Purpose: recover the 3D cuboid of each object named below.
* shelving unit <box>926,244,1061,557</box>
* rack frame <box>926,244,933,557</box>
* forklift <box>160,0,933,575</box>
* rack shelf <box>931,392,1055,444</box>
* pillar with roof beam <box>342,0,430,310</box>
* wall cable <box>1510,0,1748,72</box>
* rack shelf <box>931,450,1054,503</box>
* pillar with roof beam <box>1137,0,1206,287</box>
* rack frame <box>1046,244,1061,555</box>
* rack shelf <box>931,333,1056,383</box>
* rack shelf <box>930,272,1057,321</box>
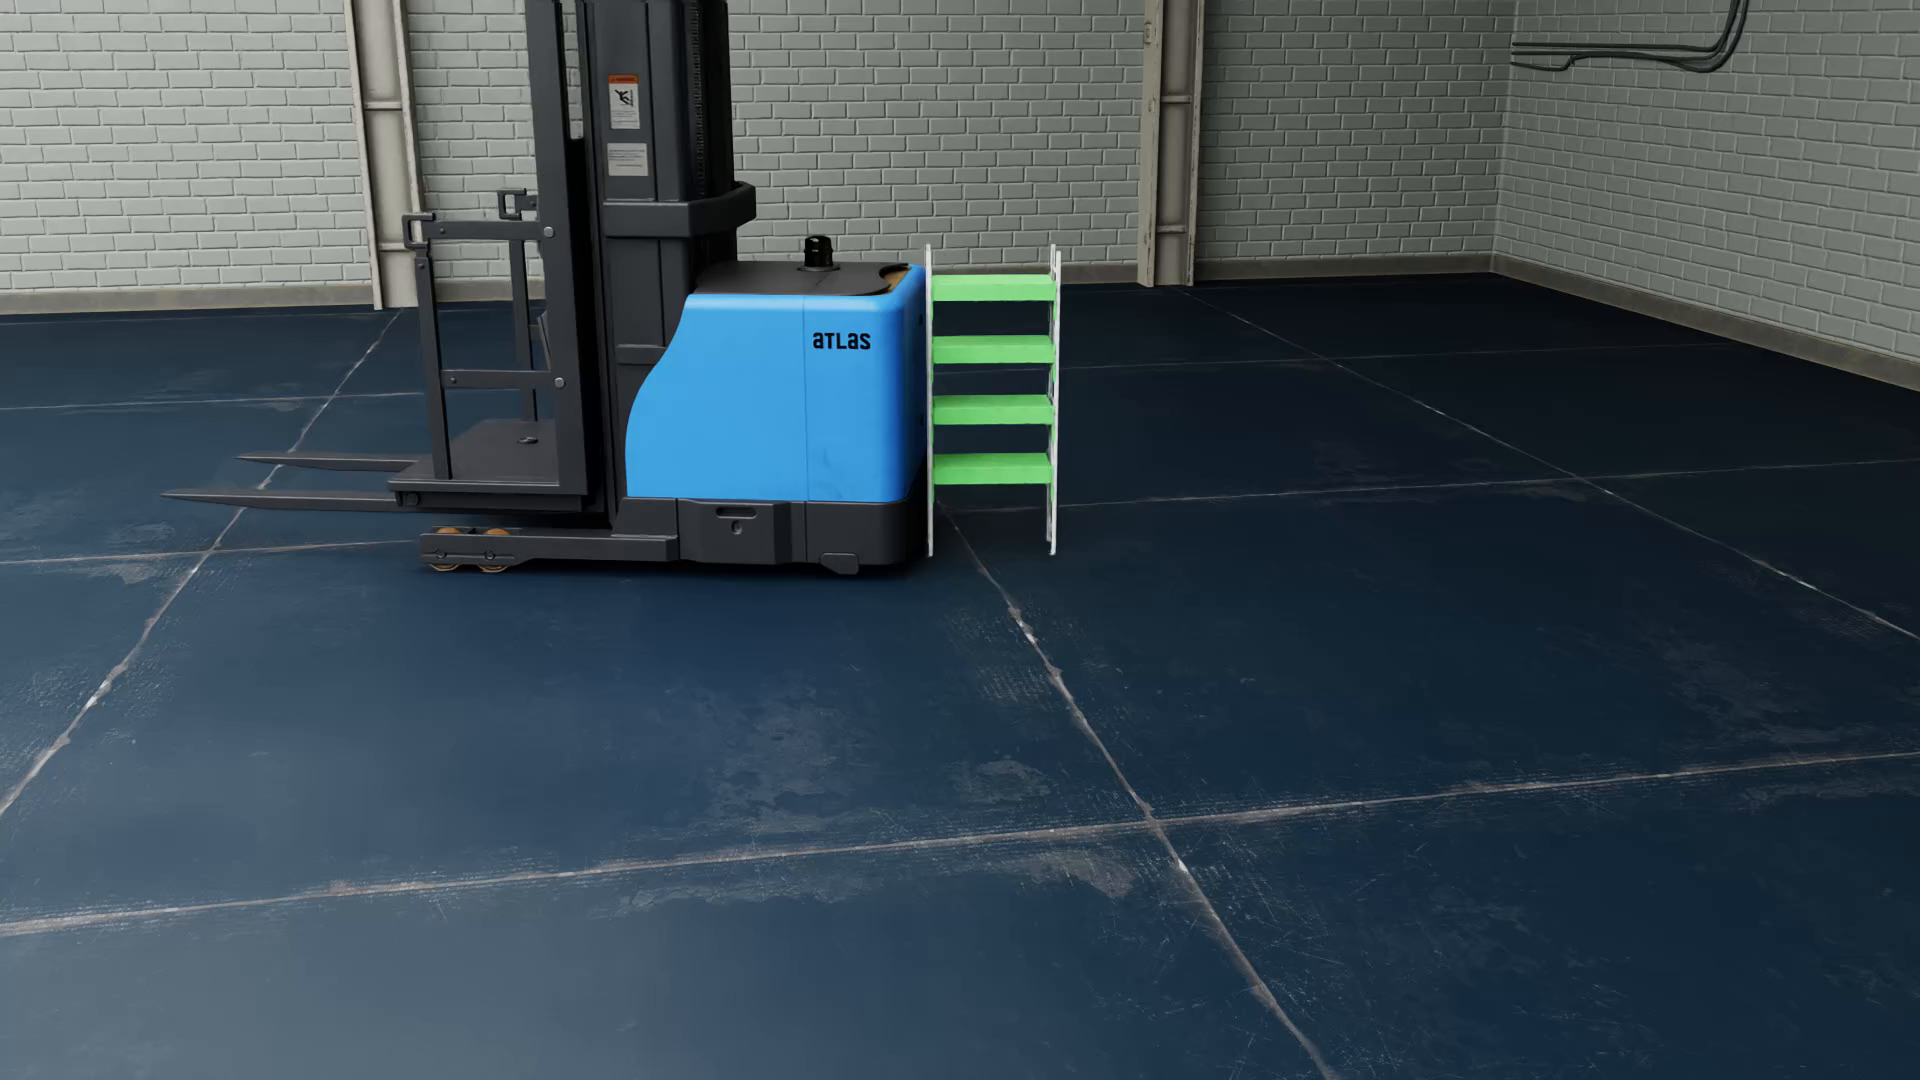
[{"bbox_3d":[0.124,-0.545,6.541,0.503,1.200,0.258,-1,17,-2],"label":"shelving unit"},{"bbox_3d":[-0.120,-0.542,6.532,0.015,1.200,0.240,-1,17,-2],"label":"rack frame"},{"bbox_3d":[-1.662,-1.427,6.466,3.031,2.935,1.130,1,17,5],"label":"forklift"},{"bbox_3d":[0.124,-0.484,6.560,0.480,0.148,0.258,-1,17,-2],"label":"rack shelf"},{"bbox_3d":[-3.389,-4.835,7.229,0.400,9.000,9.100,-3,17,-10],"label":"pillar with roof beam"},{"bbox_3d":[4.829,-4.709,12.106,0.112,2.526,3.097,-3,17,-10],"label":"wall cable"},{"bbox_3d":[0.124,-0.254,6.631,0.480,0.148,0.258,-1,17,-2],"label":"rack shelf"},{"bbox_3d":[2.502,-5.170,8.317,0.400,9.000,9.100,-3,17,-10],"label":"pillar with roof beam"},{"bbox_3d":[0.367,-0.547,6.551,0.015,1.200,0.240,-1,17,-2],"label":"rack frame"},{"bbox_3d":[0.124,-0.713,6.490,0.480,0.148,0.258,-1,17,-2],"label":"rack shelf"},{"bbox_3d":[0.124,-0.942,6.419,0.480,0.148,0.258,-1,17,-2],"label":"rack shelf"}]
